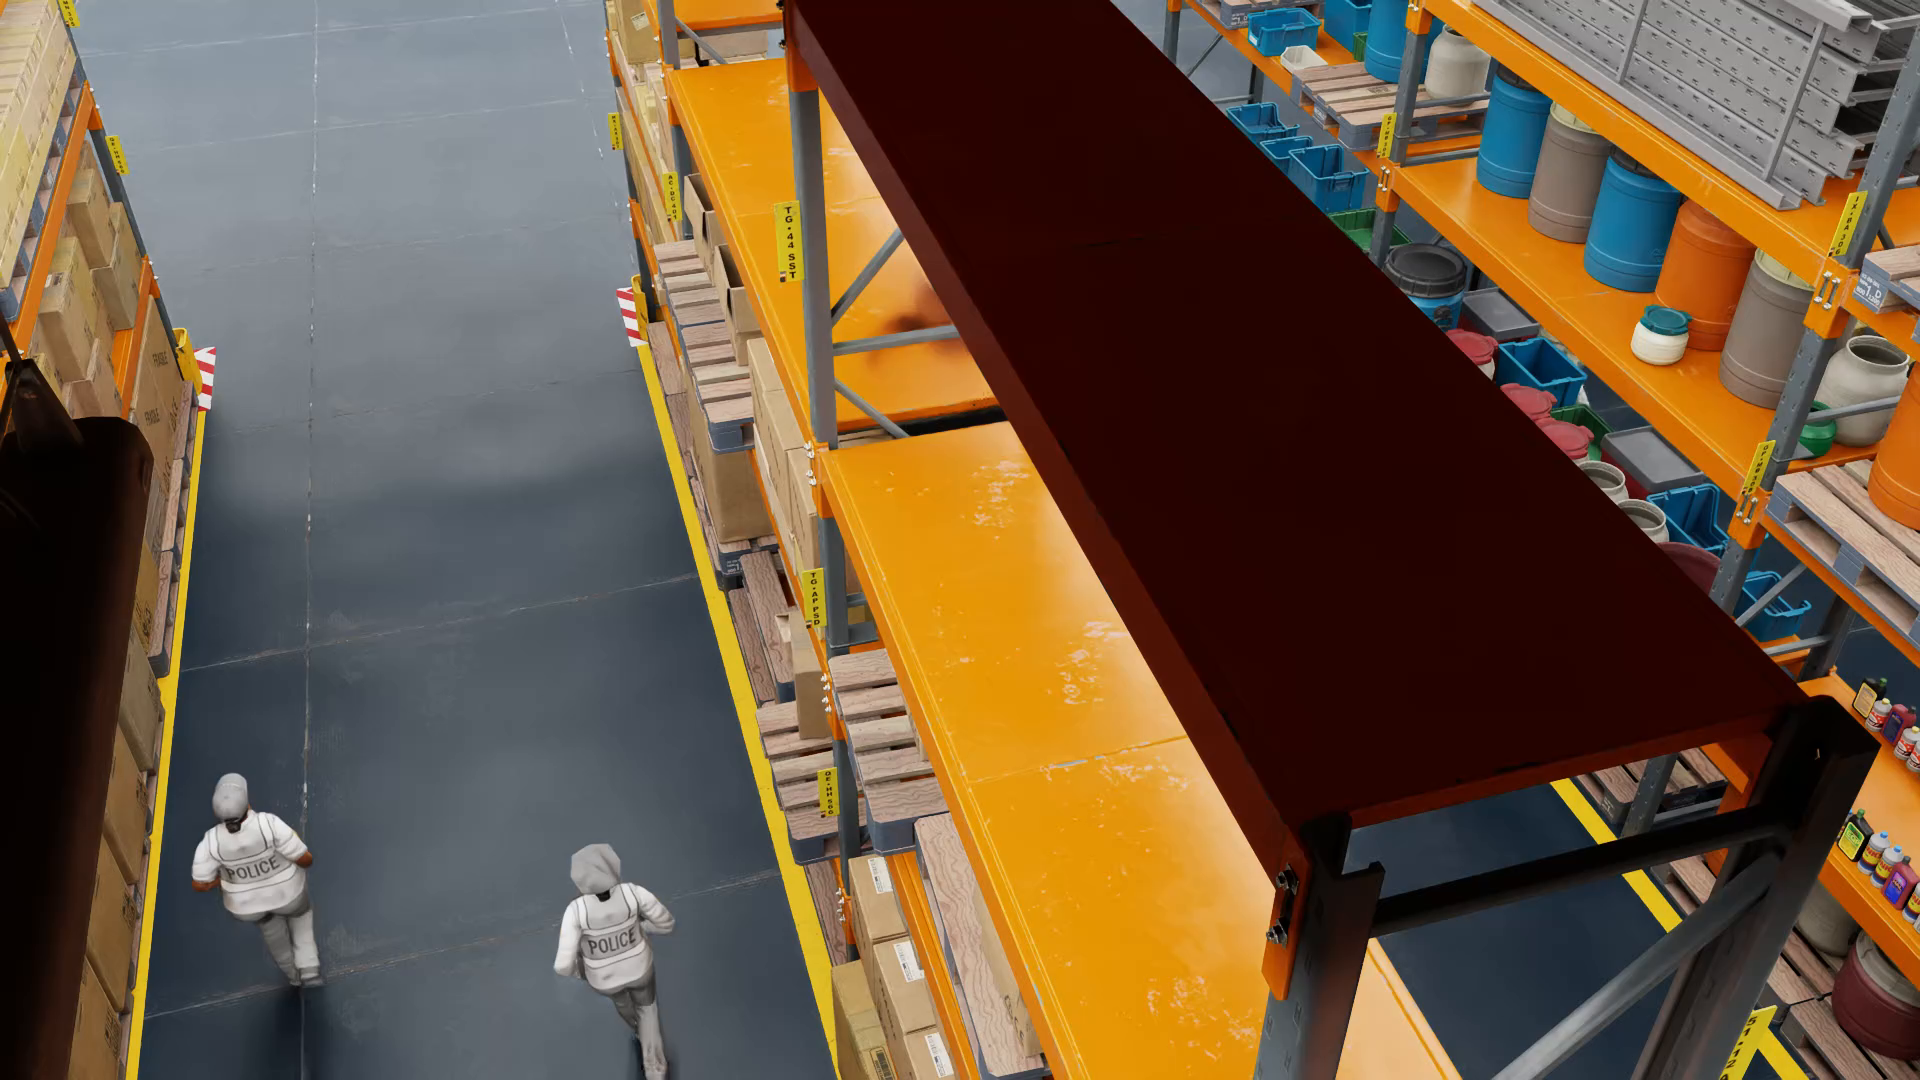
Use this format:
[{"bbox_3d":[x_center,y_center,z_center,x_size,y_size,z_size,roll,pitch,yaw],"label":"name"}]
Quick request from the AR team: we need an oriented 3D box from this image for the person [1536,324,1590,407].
[{"bbox_3d":[4.907,-1.631,13.512,0.664,1.768,0.949,-10,39,-12],"label":"person"}]

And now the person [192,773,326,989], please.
[{"bbox_3d":[-3.796,1.950,9.094,0.614,1.617,0.575,-13,40,-16],"label":"person"}]

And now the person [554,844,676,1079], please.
[{"bbox_3d":[-1.762,2.255,8.658,0.640,1.682,0.837,-14,41,-17],"label":"person"}]
